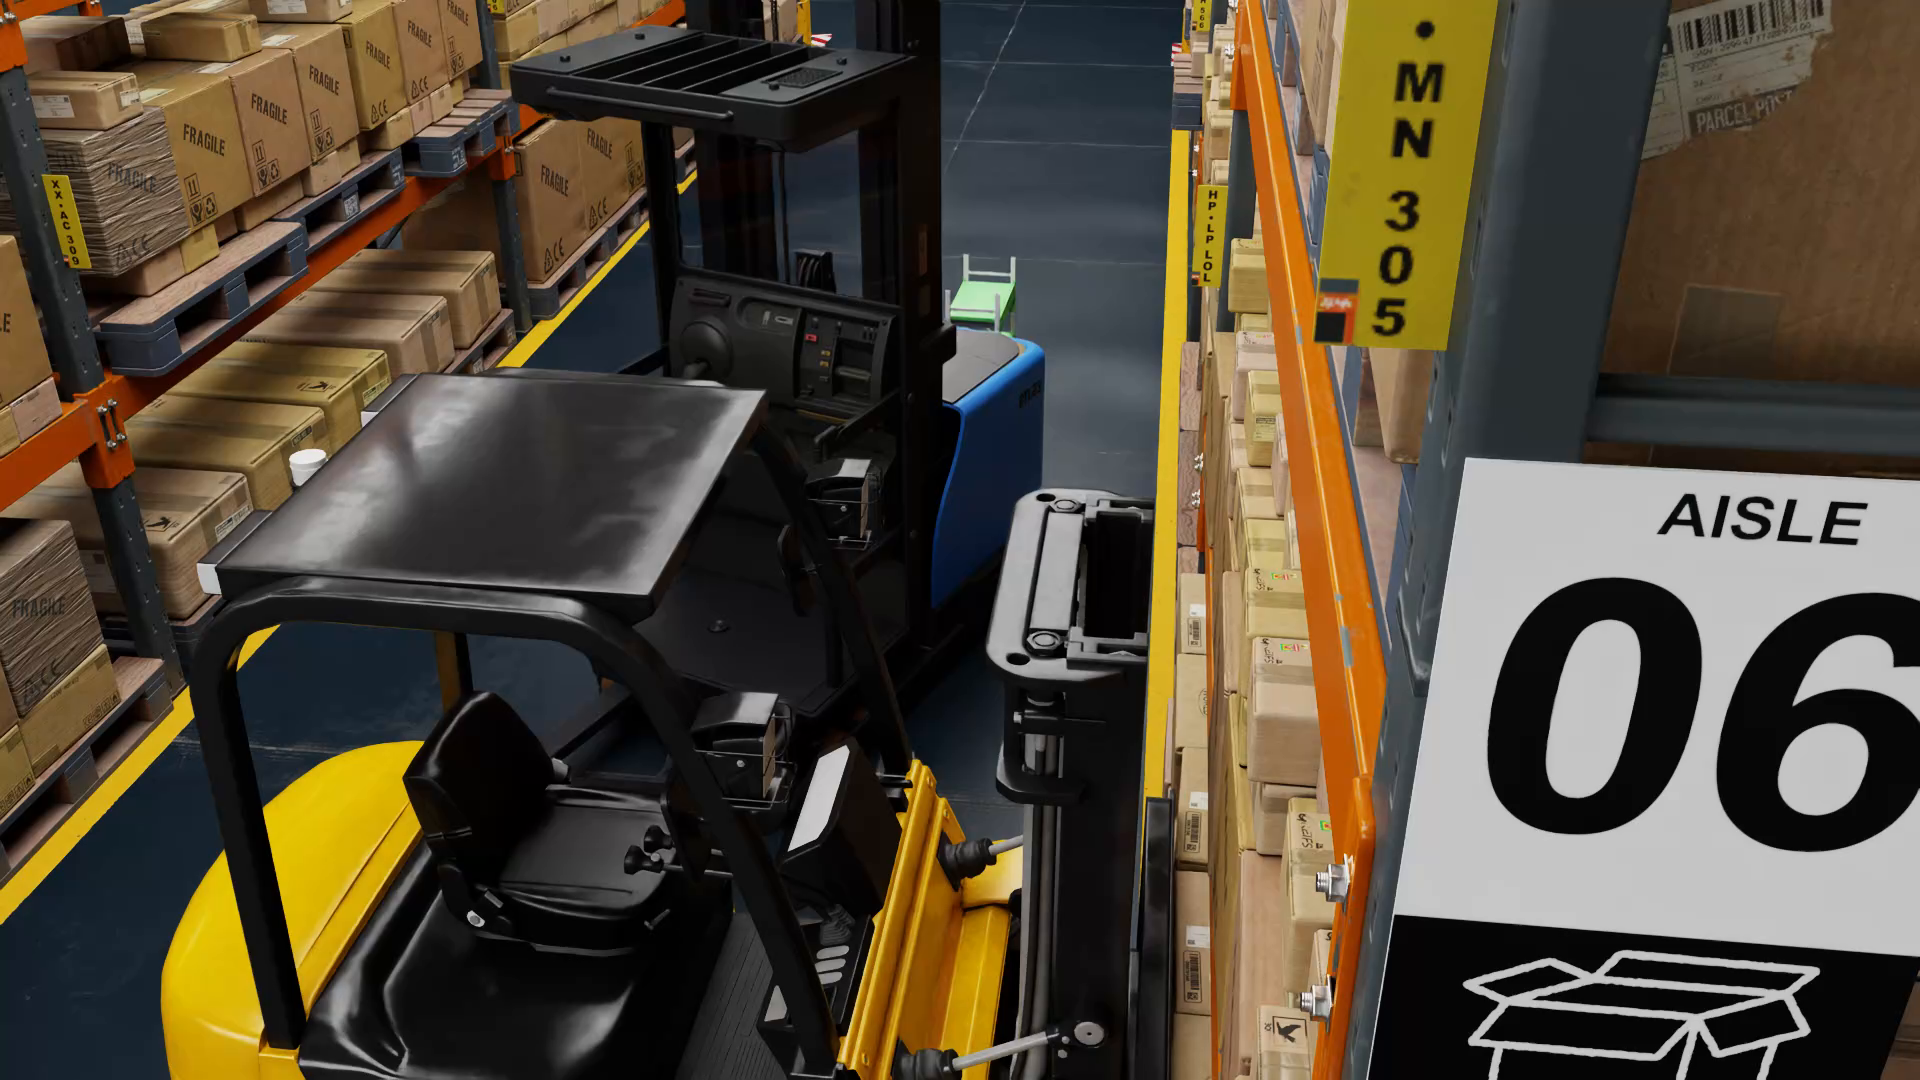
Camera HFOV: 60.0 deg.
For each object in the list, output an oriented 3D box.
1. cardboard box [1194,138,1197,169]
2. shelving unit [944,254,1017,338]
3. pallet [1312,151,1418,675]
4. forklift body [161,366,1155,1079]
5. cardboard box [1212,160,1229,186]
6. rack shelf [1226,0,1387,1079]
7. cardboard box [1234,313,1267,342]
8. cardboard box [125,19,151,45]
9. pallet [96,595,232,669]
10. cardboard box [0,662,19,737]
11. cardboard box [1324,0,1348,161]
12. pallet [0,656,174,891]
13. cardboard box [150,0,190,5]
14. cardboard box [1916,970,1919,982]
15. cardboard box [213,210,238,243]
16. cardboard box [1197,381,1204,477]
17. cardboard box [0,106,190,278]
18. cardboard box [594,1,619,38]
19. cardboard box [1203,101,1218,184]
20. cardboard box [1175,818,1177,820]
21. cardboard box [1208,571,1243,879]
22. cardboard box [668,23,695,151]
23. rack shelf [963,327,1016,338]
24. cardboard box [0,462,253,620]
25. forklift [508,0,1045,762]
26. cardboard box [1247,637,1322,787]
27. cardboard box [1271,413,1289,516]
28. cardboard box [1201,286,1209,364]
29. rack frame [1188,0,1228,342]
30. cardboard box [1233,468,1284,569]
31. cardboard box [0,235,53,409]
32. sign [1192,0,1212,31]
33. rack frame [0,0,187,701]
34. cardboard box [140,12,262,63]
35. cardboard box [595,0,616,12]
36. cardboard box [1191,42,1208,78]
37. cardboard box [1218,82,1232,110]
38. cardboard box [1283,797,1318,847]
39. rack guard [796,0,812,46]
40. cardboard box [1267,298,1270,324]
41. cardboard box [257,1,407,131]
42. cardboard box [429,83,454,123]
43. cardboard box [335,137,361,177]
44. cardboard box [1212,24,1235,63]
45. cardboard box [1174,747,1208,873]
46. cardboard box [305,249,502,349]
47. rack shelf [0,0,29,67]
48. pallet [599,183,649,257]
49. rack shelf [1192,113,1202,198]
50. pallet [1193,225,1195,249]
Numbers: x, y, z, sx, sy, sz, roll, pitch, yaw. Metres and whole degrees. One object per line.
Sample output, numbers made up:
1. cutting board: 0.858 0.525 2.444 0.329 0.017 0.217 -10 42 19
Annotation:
1. cardboard box: 1.967 -2.833 12.039 0.500 0.500 0.500 3 28 6
2. shelving unit: 0.096 -0.661 7.712 0.258 1.200 0.503 5 29 9
3. pallet: 0.947 -0.179 1.850 1.003 0.211 1.213 3 28 6
4. forklift body: -0.743 0.809 3.980 2.313 2.155 1.214 3 28 6
5. cardboard box: 1.143 -1.318 6.245 0.380 0.149 0.250 2 28 5
6. rack shelf: 1.080 -0.511 3.132 1.077 0.370 4.000 3 28 6
7. cardboard box: 1.025 -0.644 4.993 0.380 0.149 0.250 3 28 5
8. cardboard box: -3.581 -2.049 7.528 0.500 0.500 0.500 2 28 4
9. pallet: -3.508 0.126 7.294 1.003 0.211 1.213 3 28 6
10. cardboard box: -3.468 0.494 5.337 0.500 0.500 0.500 4 29 7
11. cardboard box: 0.666 -0.583 2.101 0.396 0.266 0.258 3 29 6
12. pallet: -3.649 0.810 6.023 1.003 0.211 1.213 3 28 6
13. cardboard box: -7.522 -5.089 15.970 0.380 0.149 0.250 4 29 8
14. cardboard box: 1.172 0.582 2.405 0.380 0.149 0.250 4 29 7
15. cardboard box: -3.222 -1.306 6.834 0.380 0.149 0.250 5 29 9
16. cardboard box: 1.571 -0.553 7.675 0.875 0.625 0.625 2 28 4
17. cardboard box: -3.259 -1.299 6.137 0.500 0.500 0.500 4 29 7
18. cardboard box: -2.629 -3.490 11.223 0.500 0.250 0.500 3 28 6
19. cardboard box: 1.374 -1.810 7.578 0.500 0.250 0.500 3 28 5
20. cardboard box: 0.900 0.804 5.025 0.500 0.250 0.500 3 28 6
21. cardboard box: 0.821 0.421 3.700 0.500 0.500 0.500 4 29 7
22. cardboard box: -2.618 -3.454 12.796 0.875 0.875 0.875 4 29 8
23. rack shelf: 0.096 -0.816 7.628 0.258 0.148 0.480 5 29 9
24. cardboard box: -3.540 -0.010 6.935 0.950 0.372 0.625 4 29 7
25. forklift: -0.763 -0.672 5.907 1.130 2.935 3.031 14 31 25
26. cardboard box: 0.700 0.308 2.912 0.380 0.149 0.250 4 29 7
27. cardboard box: 0.913 -0.165 3.792 0.380 0.149 0.250 3 28 6
28. cardboard box: 1.183 -0.872 6.364 0.500 0.250 0.500 3 28 6
29. rack frame: 1.815 -2.332 8.915 1.000 3.000 0.127 3 28 6
30. cardboard box: 0.840 -0.043 3.877 0.380 0.149 0.250 2 28 5
31. cardboard box: -3.409 -0.687 5.443 0.500 0.500 0.500 3 28 5
32. sign: 1.276 -2.834 8.710 0.100 0.325 0.005 3 28 6
33. rack frame: -3.602 -0.735 5.952 1.000 3.000 0.127 3 28 6
34. cardboard box: -3.162 -2.099 6.938 0.380 0.149 0.250 5 29 9
35. cardboard box: -2.591 -3.712 11.108 0.500 0.250 0.500 4 29 7
36. cardboard box: 1.515 -2.737 9.491 0.380 0.149 0.250 4 29 7
37. cardboard box: 1.336 -1.920 7.362 0.380 0.149 0.250 4 29 7
38. cardboard box: 0.736 0.568 2.743 0.380 0.149 0.250 3 28 6
39. rack guard: -2.128 -5.295 17.051 1.175 0.500 0.348 3 28 6
40. cardboard box: 1.067 -0.647 4.685 0.380 0.149 0.250 4 29 7
41. cardboard box: -3.004 -2.266 7.932 0.500 0.500 0.500 1 28 3
42. cardboard box: -2.865 -2.273 8.629 0.380 0.149 0.250 3 28 6
43. cardboard box: -3.029 -1.791 7.733 0.380 0.149 0.250 2 28 5
44. cardboard box: 1.484 -2.528 8.491 0.380 0.149 0.250 4 29 8
45. cardboard box: 0.832 0.821 4.465 0.500 0.250 0.500 4 29 8
46. cardboard box: -3.191 -1.381 9.478 0.950 0.372 0.625 1 28 3
47. rack shelf: -3.356 -2.681 7.159 1.077 0.370 4.000 3 28 6
48. pallet: -2.788 -2.330 11.852 1.003 0.211 1.213 3 28 6
49. rack shelf: 2.060 -2.956 10.833 1.077 0.370 4.000 3 28 6
50. pallet: 2.096 -2.026 11.288 1.003 0.211 1.213 3 28 6
